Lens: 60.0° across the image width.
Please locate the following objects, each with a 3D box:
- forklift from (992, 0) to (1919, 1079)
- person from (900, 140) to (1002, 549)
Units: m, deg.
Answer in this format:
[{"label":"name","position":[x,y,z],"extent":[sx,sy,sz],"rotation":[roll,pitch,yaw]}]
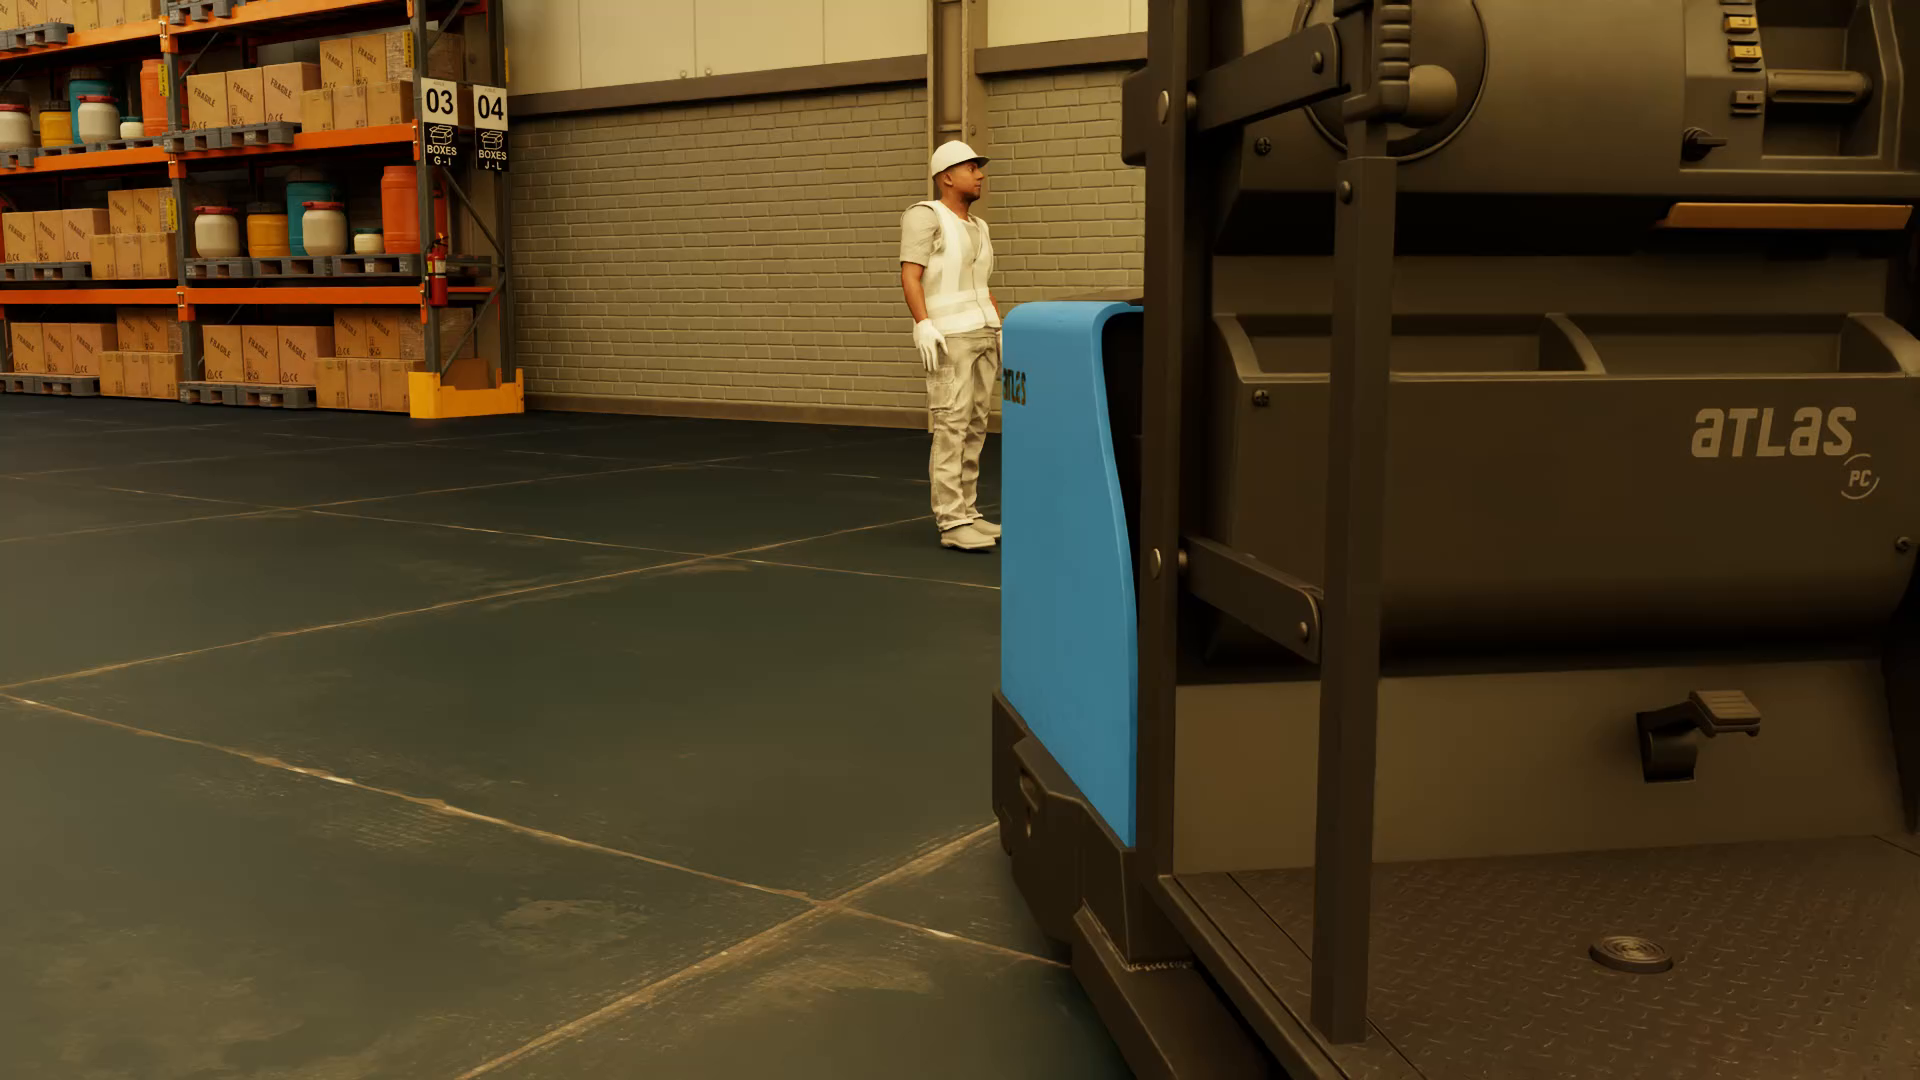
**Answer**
[{"label":"forklift","position":[0.814,-0.658,1.818],"extent":[1.130,2.935,3.031],"rotation":[-1,8,-9]},{"label":"person","position":[0.054,-0.883,7.430],"extent":[0.577,1.782,0.656],"rotation":[5,10,34]}]
